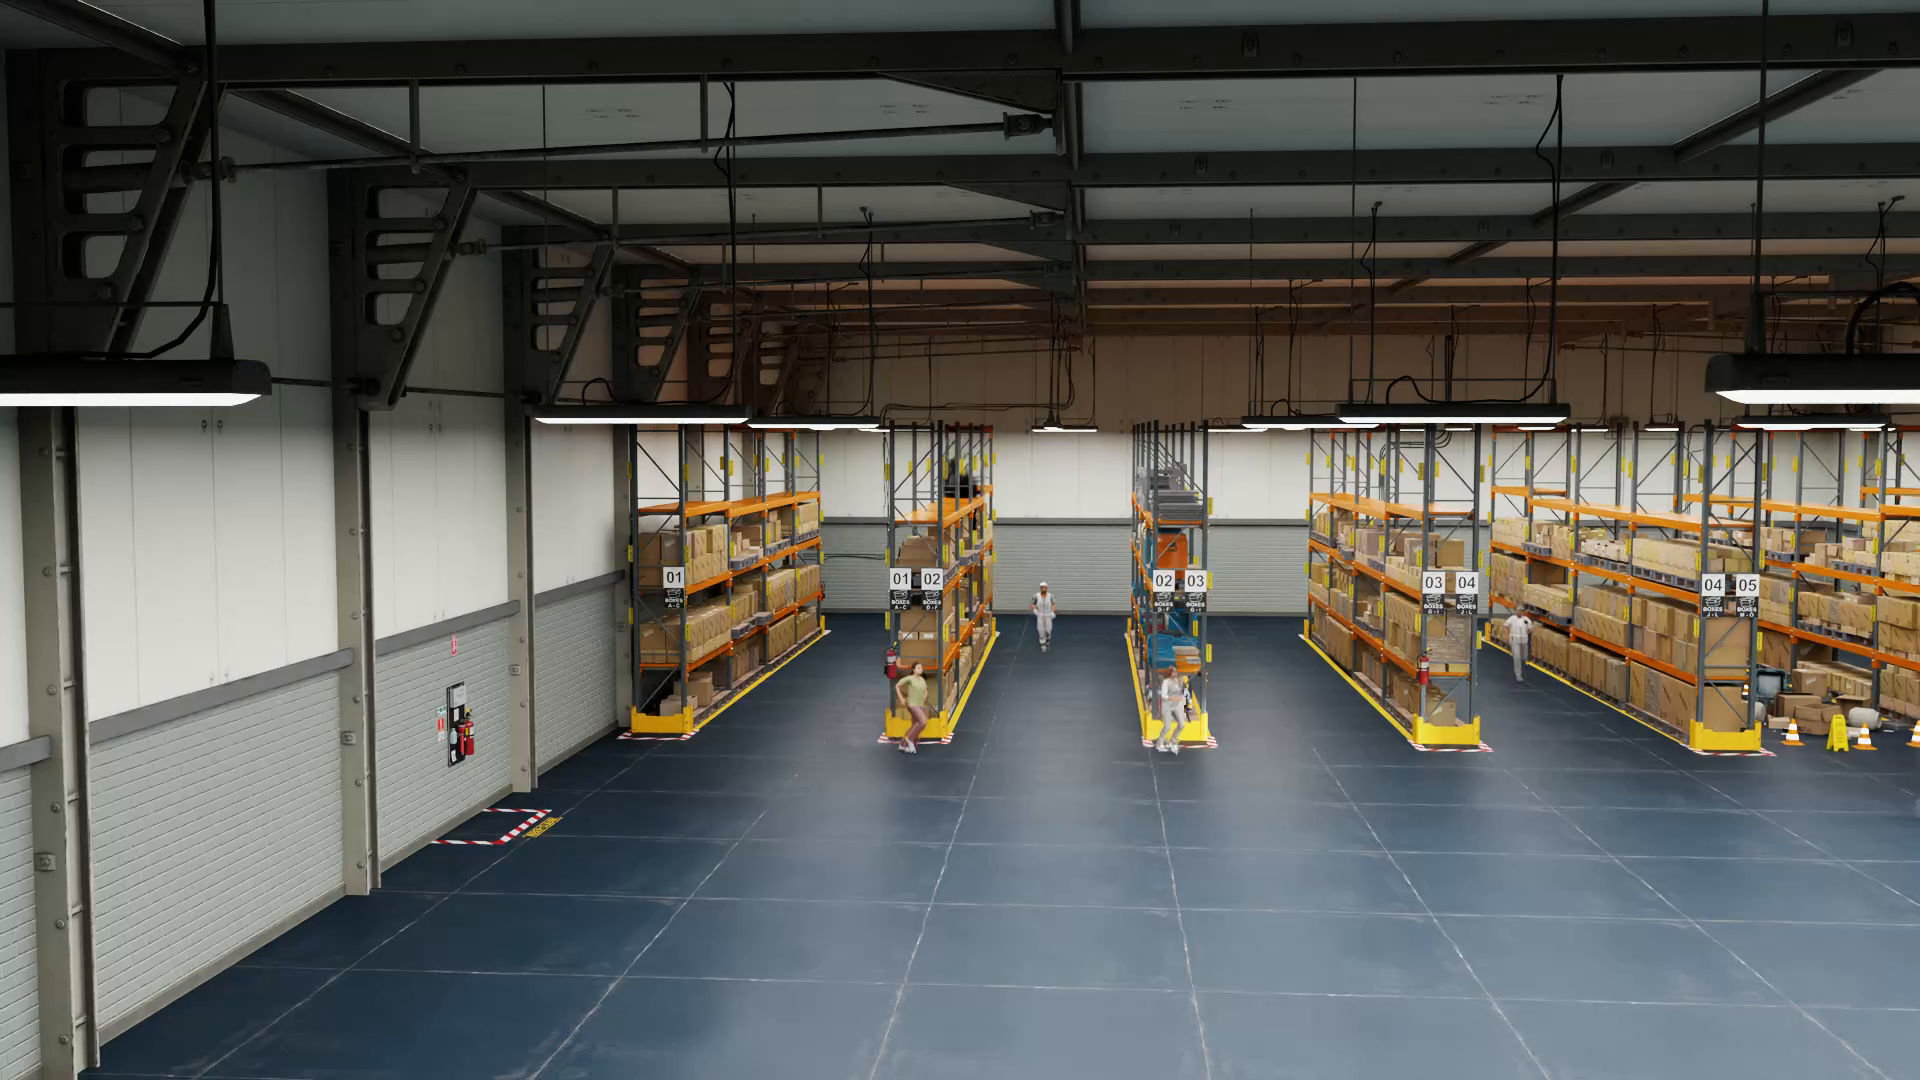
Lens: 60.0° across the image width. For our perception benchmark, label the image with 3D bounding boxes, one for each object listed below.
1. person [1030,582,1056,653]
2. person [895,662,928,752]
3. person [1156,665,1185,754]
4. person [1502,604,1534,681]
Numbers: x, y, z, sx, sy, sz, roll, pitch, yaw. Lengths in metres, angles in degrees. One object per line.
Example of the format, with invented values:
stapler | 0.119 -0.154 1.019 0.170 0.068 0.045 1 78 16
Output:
person | 2.075 1.932 41.437 0.659 1.757 0.514 0 4 1
person | -0.806 3.000 29.932 0.637 1.617 0.578 3 4 35
person | 3.804 3.051 29.775 0.569 1.622 0.666 -3 5 -40
person | 13.057 2.374 38.840 0.672 1.750 0.953 0 4 3
